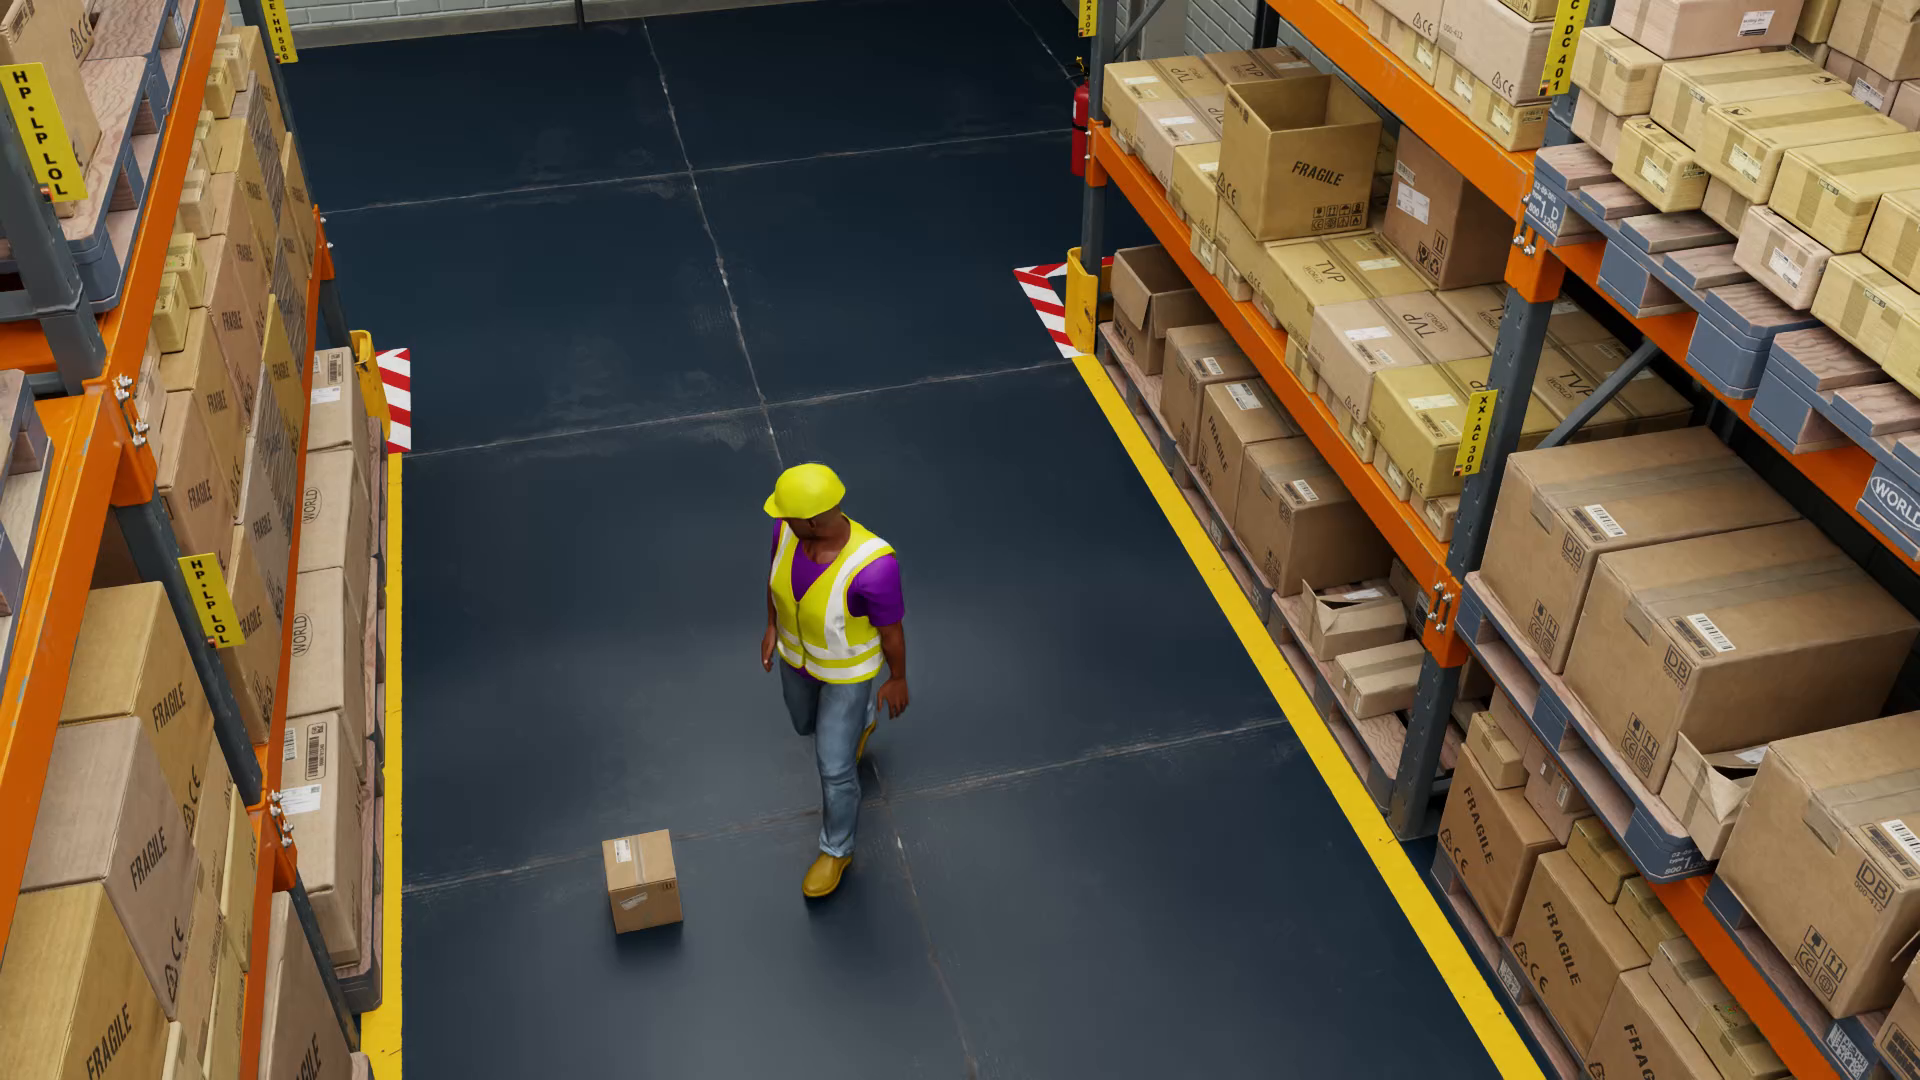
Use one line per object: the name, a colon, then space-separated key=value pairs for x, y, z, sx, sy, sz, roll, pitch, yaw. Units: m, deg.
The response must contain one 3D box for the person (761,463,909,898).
person: x=-0.479 y=0.430 z=6.140 sx=0.605 sy=1.750 sz=0.835 roll=24 pitch=44 yaw=28
